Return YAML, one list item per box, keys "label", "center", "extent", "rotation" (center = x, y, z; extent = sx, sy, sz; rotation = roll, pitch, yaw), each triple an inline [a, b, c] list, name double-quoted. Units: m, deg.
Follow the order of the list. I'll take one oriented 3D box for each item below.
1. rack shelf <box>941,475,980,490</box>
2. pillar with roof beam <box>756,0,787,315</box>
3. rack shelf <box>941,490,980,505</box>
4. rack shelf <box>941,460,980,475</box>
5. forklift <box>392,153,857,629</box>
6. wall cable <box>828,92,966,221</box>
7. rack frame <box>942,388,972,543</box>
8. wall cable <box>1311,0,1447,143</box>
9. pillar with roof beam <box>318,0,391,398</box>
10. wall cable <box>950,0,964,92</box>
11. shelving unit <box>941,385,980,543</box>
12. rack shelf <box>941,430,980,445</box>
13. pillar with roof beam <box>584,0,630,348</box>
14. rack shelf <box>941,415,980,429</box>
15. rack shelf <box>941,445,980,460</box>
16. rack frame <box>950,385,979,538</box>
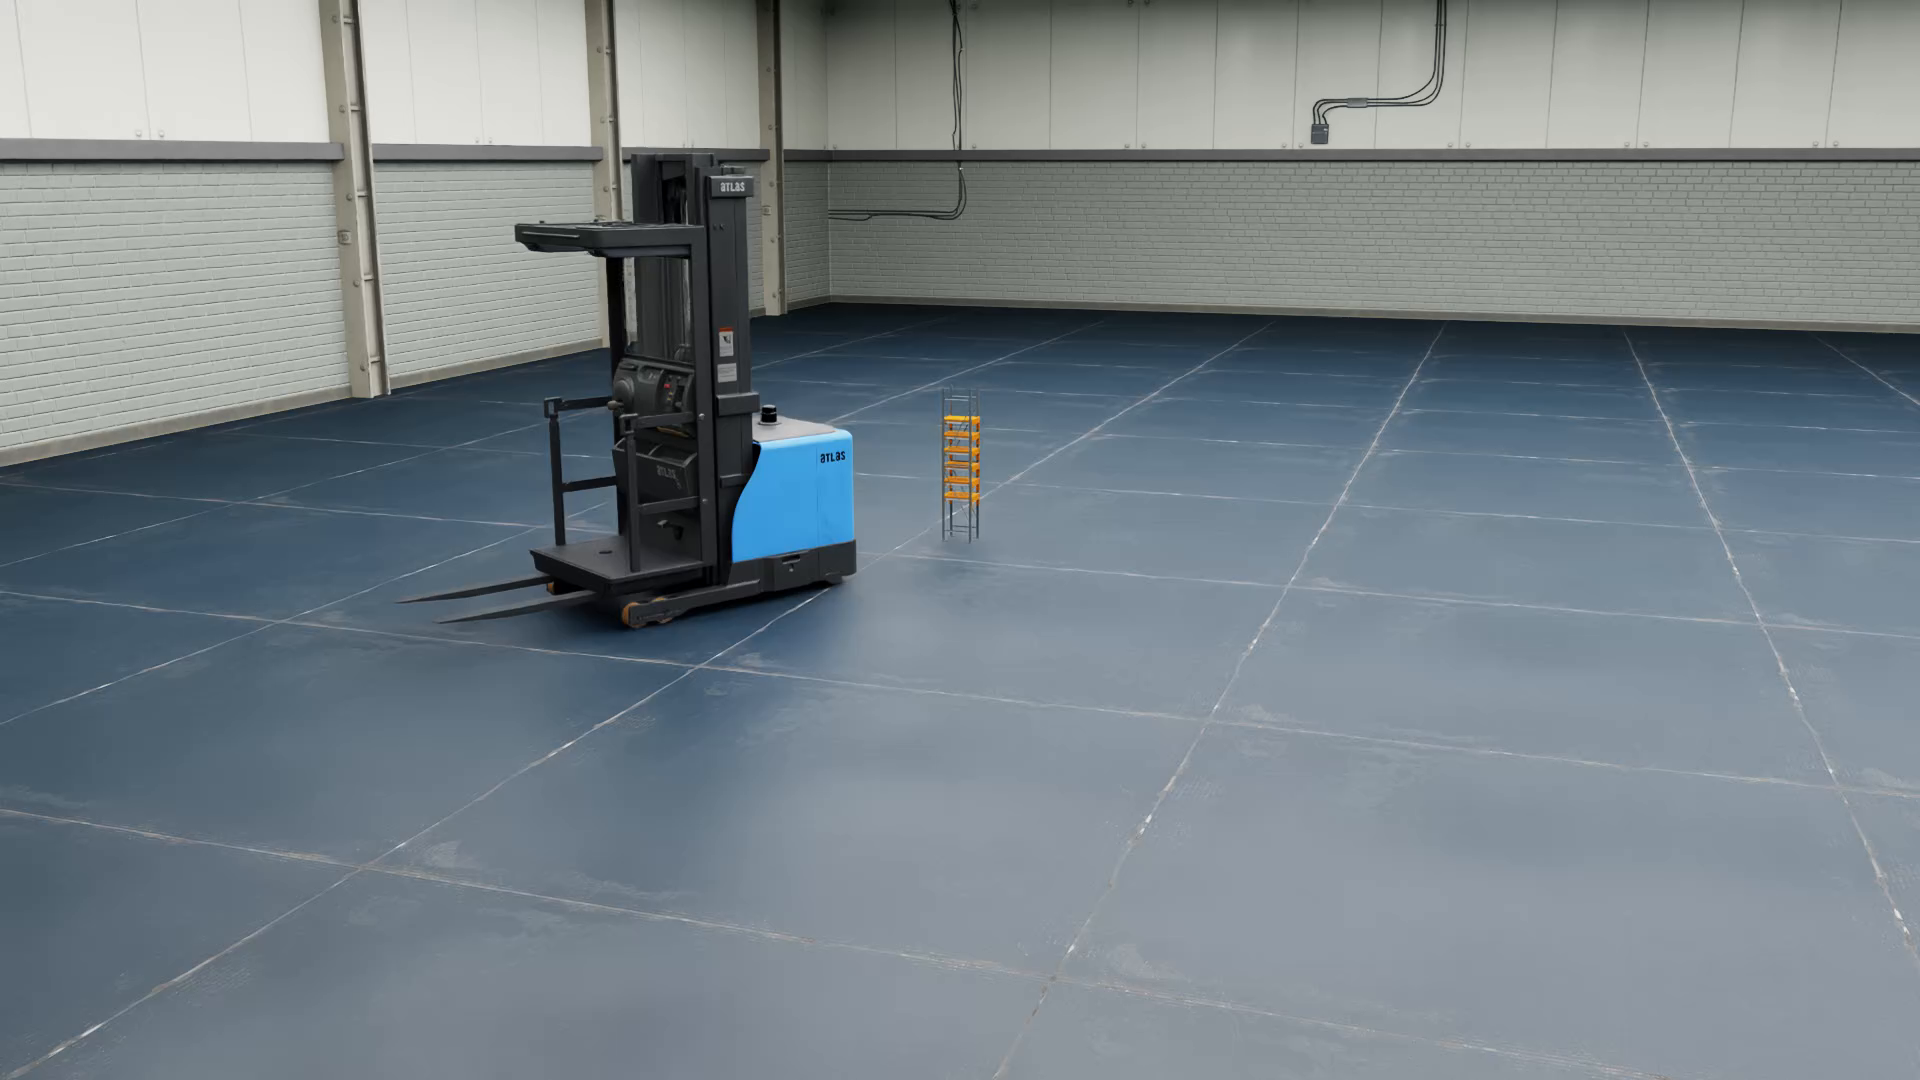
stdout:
- label: "rack shelf"
  center: [0.005, -0.428, 12.904]
  extent: [0.258, 0.103, 0.180]
  rotation: [4, 14, 18]
- label: "pillar with roof beam"
  center: [0.524, -8.427, 29.686]
  extent: [9.100, 9.000, 0.400]
  rotation: [4, 14, 18]
- label: "rack shelf"
  center: [0.005, -0.311, 12.931]
  extent: [0.258, 0.103, 0.180]
  rotation: [4, 14, 18]
- label: "rack shelf"
  center: [0.005, -0.545, 12.878]
  extent: [0.258, 0.103, 0.180]
  rotation: [4, 14, 18]
- label: "forklift"
  center: [-2.170, -0.999, 10.778]
  extent: [3.031, 2.935, 1.130]
  rotation: [-11, 17, -40]
- label: "wall cable"
  center: [-1.345, -7.748, 33.690]
  extent: [3.097, 2.526, 0.112]
  rotation: [4, 14, 18]
- label: "rack frame"
  center: [-0.025, -0.569, 12.783]
  extent: [0.240, 1.200, 0.006]
  rotation: [4, 14, 18]
- label: "wall cable"
  center: [7.632, -10.233, 29.957]
  extent: [2.305, 6.003, 0.169]
  rotation: [4, 14, 18]
- label: "pillar with roof beam"
  center: [-3.359, -5.900, 18.616]
  extent: [9.100, 9.000, 0.400]
  rotation: [4, 14, 18]
- label: "wall cable"
  center: [1.215, -10.016, 32.275]
  extent: [3.097, 2.526, 0.112]
  rotation: [4, 14, 18]
- label: "shelving unit"
  center: [0.005, -0.588, 12.868]
  extent: [0.258, 1.200, 0.189]
  rotation: [4, 14, 18]
- label: "rack shelf"
  center: [0.005, -0.779, 12.824]
  extent: [0.258, 0.103, 0.180]
  rotation: [4, 14, 18]
- label: "pillar with roof beam"
  center: [-1.418, -7.164, 24.151]
  extent: [9.100, 9.000, 0.400]
  rotation: [4, 14, 18]
- label: "rack shelf"
  center: [0.005, -0.896, 12.798]
  extent: [0.258, 0.103, 0.180]
  rotation: [4, 14, 18]
- label: "rack shelf"
  center: [0.005, -0.662, 12.851]
  extent: [0.258, 0.103, 0.180]
  rotation: [4, 14, 18]
- label: "rack frame"
  center: [0.034, -0.607, 12.952]
  extent: [0.240, 1.200, 0.006]
  rotation: [4, 14, 18]
